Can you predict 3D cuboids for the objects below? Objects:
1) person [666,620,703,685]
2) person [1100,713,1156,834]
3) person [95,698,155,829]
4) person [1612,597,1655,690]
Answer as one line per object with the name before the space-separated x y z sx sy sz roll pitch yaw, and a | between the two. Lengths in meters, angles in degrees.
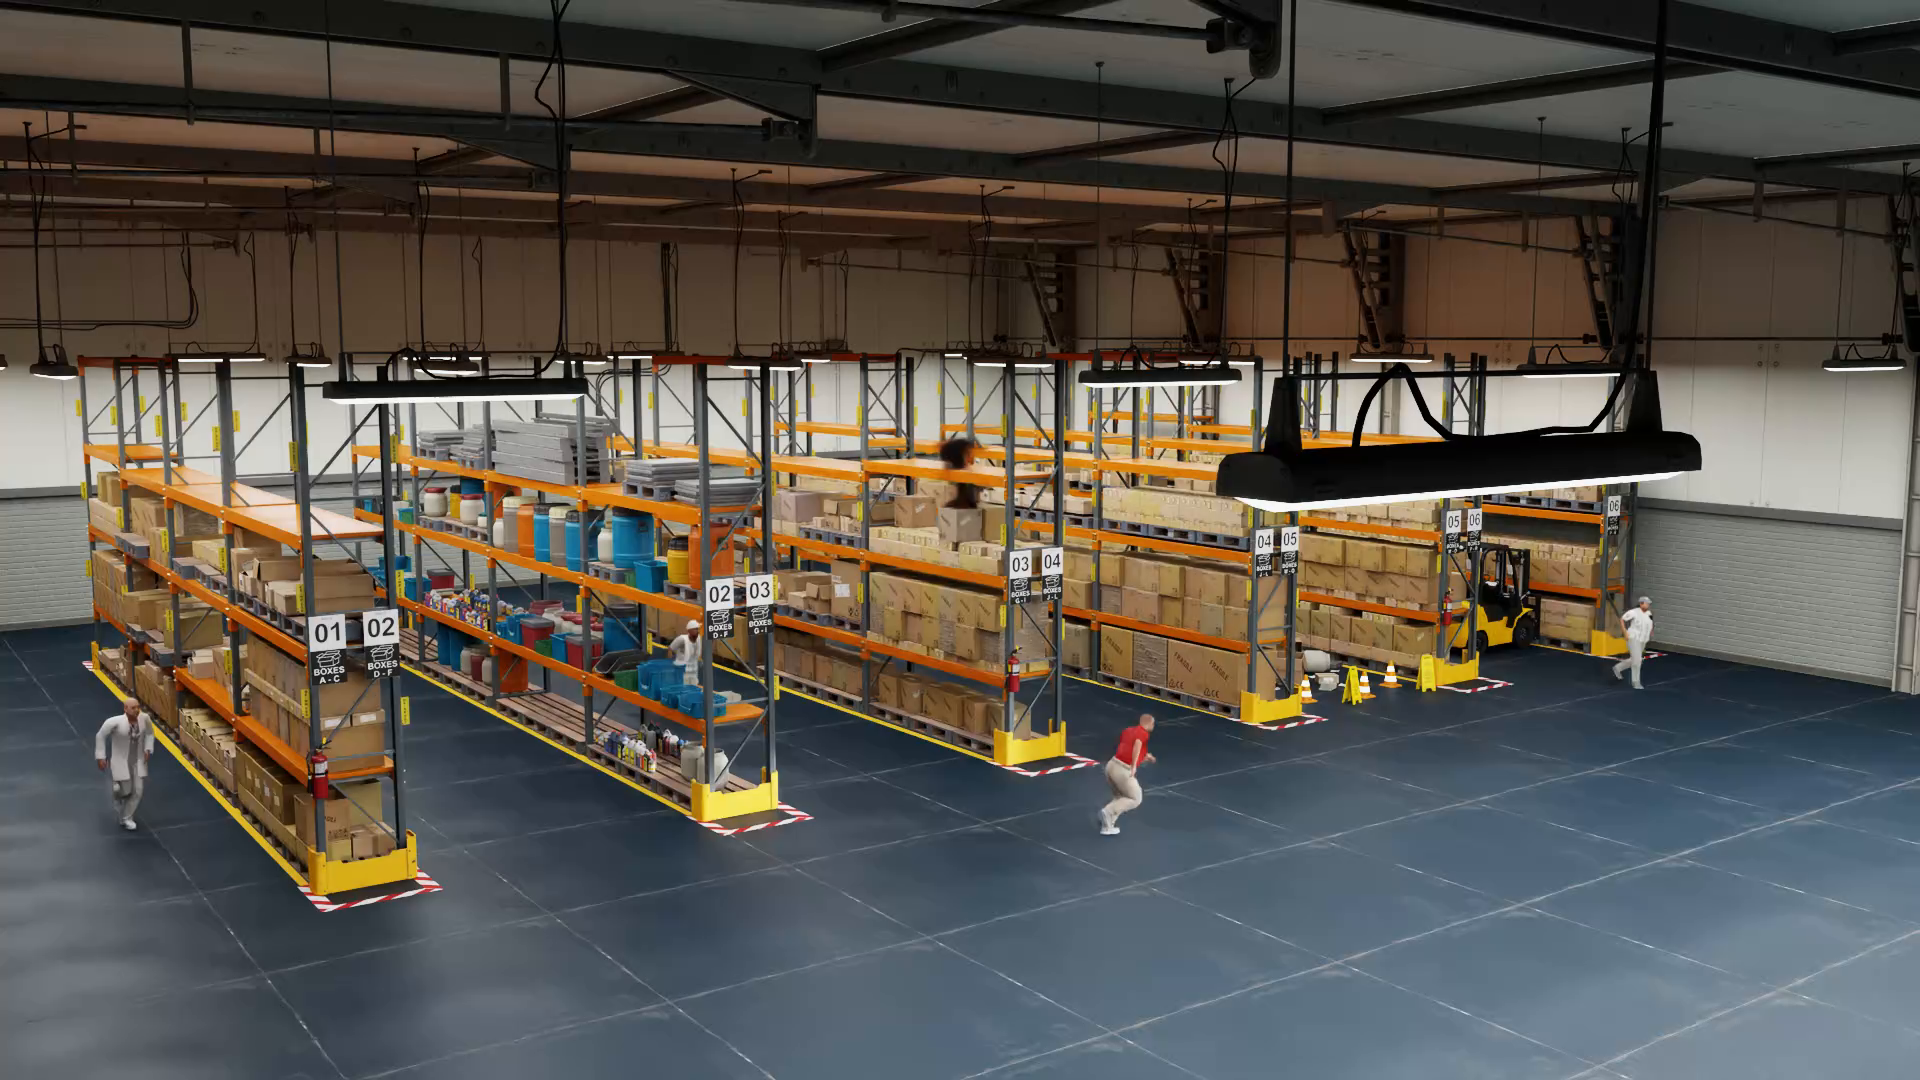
person | -4.524 2.152 27.530 0.716 1.702 0.663 5 8 34
person | 2.184 3.007 21.226 0.833 1.544 0.696 -3 7 -21
person | -10.848 2.873 21.628 0.704 1.712 0.718 5 9 38
person | 12.382 1.836 30.420 0.651 1.626 0.856 -4 8 -27
